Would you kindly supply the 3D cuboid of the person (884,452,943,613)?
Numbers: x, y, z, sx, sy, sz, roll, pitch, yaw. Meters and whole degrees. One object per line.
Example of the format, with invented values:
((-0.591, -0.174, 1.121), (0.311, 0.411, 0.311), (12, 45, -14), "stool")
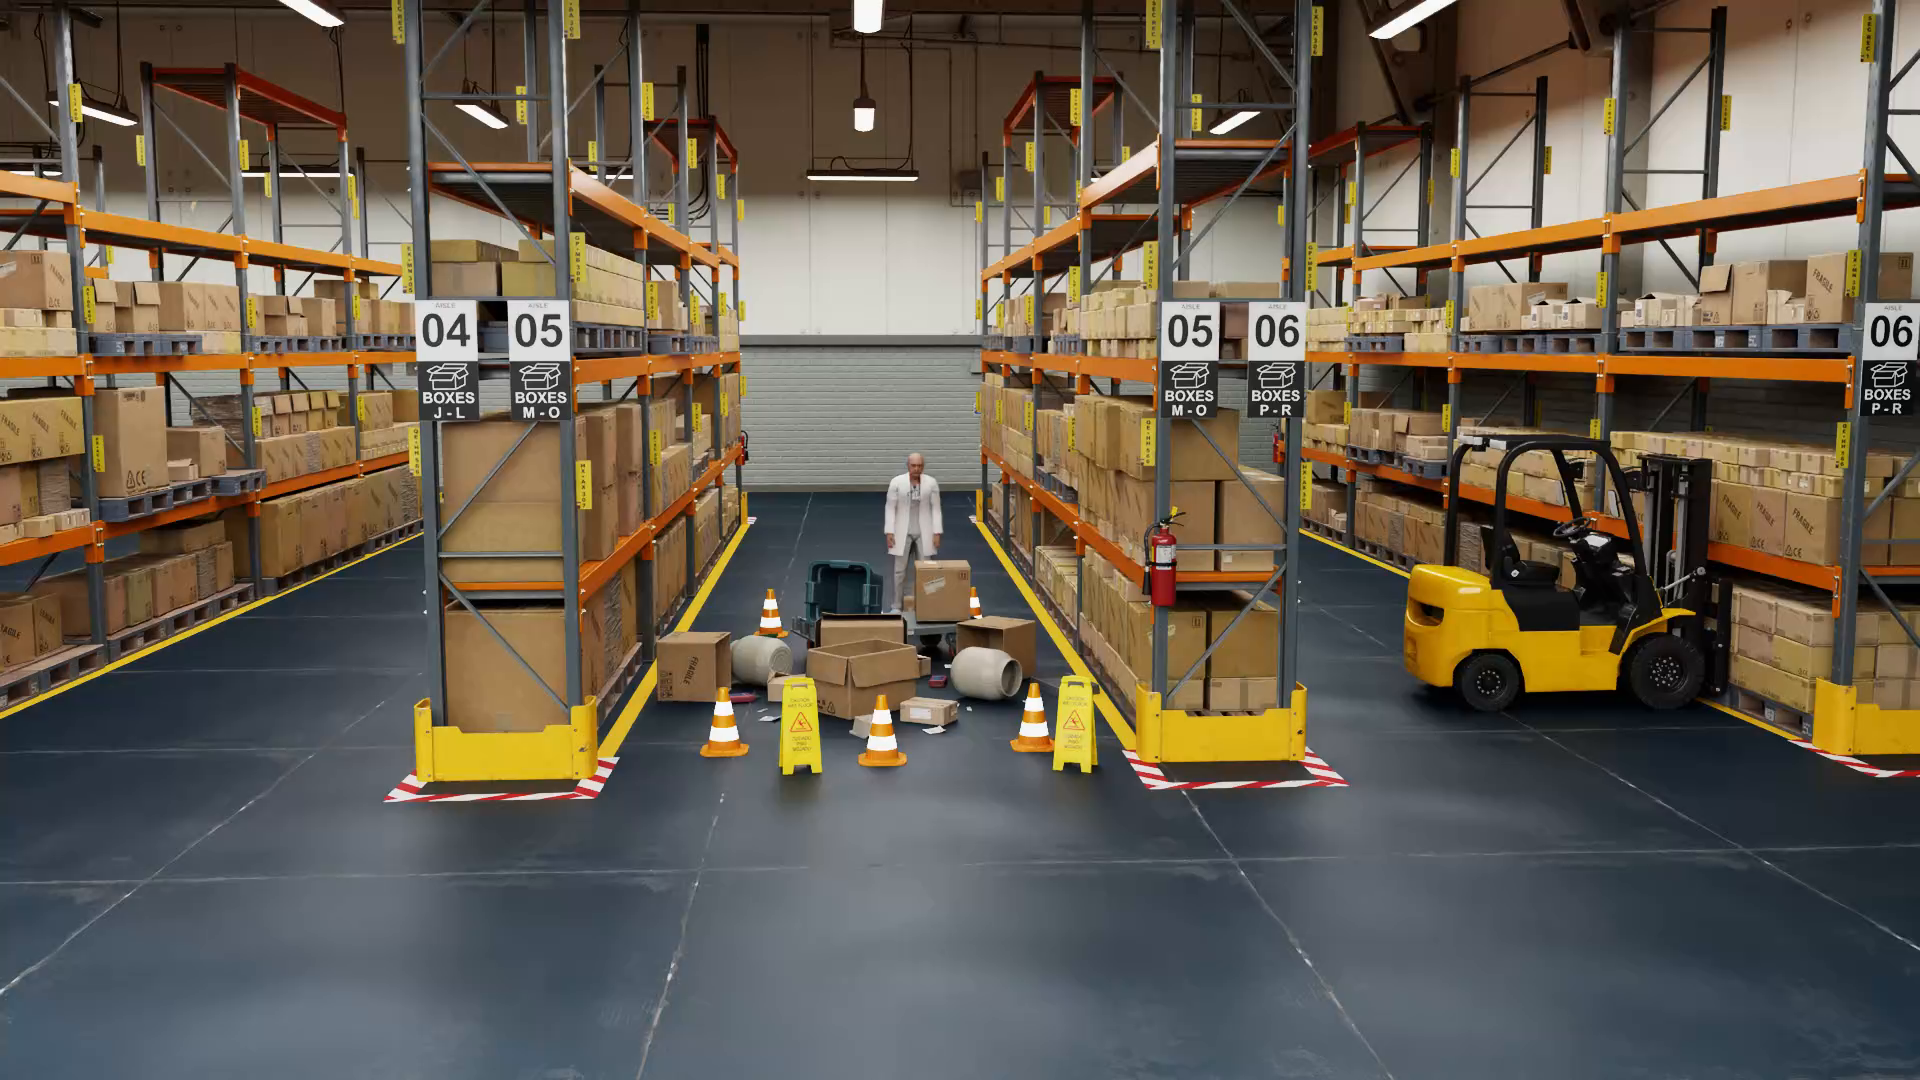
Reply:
((-0.493, -0.049, 17.723), (0.635, 1.773, 0.427), (-1, 7, -6), "person")
